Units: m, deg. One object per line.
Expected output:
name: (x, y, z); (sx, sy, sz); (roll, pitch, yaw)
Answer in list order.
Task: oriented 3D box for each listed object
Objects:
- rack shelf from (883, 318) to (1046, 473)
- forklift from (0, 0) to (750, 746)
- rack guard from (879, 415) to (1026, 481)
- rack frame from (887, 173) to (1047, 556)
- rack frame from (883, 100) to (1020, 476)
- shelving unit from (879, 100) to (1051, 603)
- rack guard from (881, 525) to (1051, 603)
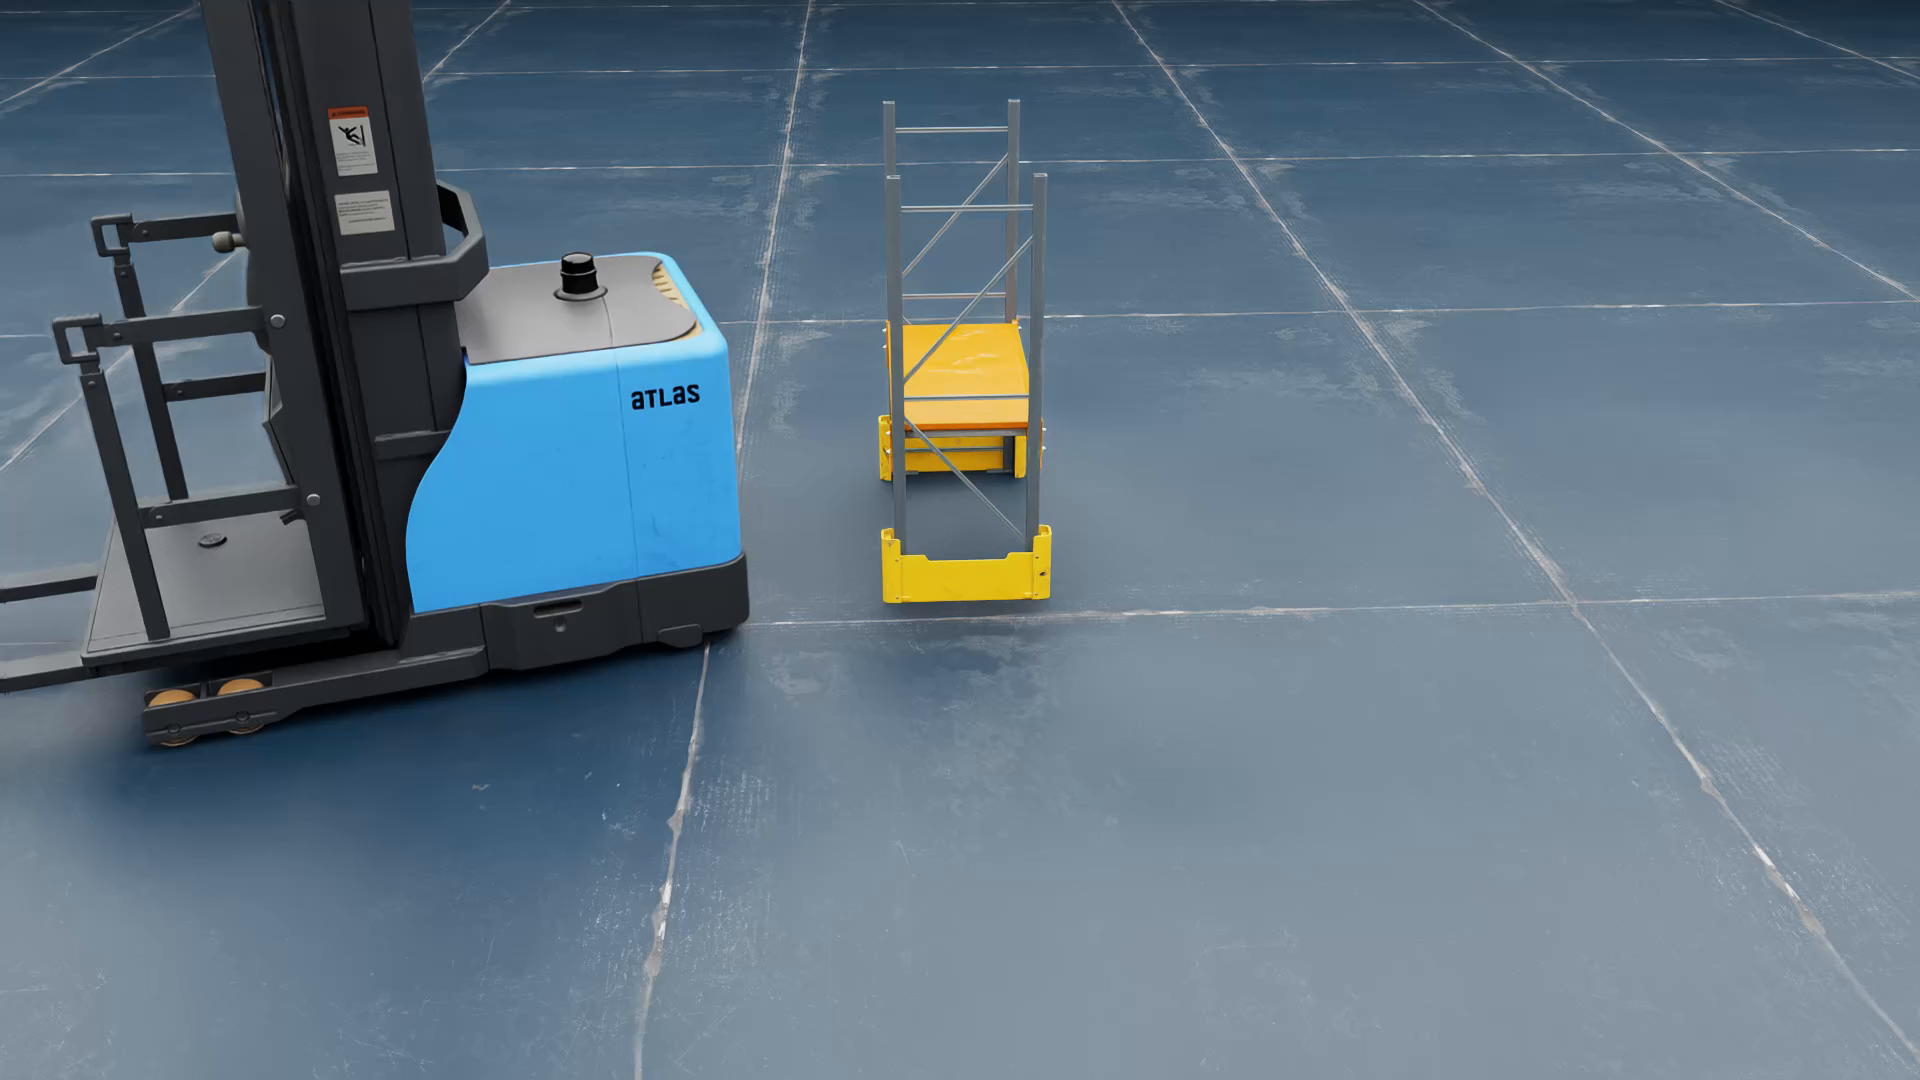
rack shelf: (-0.004, -0.545, 6.062); (0.538, 0.185, 1.000); (-1, 28, -3)
forklift: (-2.283, -0.950, 4.901); (3.031, 2.935, 1.130); (-9, 29, -17)
rack guard: (-0.030, -0.376, 6.701); (0.587, 0.250, 0.087); (-1, 28, -3)
rack frame: (0.022, -0.470, 5.529); (0.500, 1.500, 0.032); (-1, 28, -3)
rack frame: (-0.031, -0.939, 6.429); (0.500, 1.500, 0.032); (-1, 28, -3)
shelving unit: (-0.004, -0.700, 5.971); (0.587, 1.500, 1.083); (-1, 28, -3)
rack guard: (0.022, 0.084, 5.819); (0.587, 0.250, 0.087); (-1, 28, -3)
